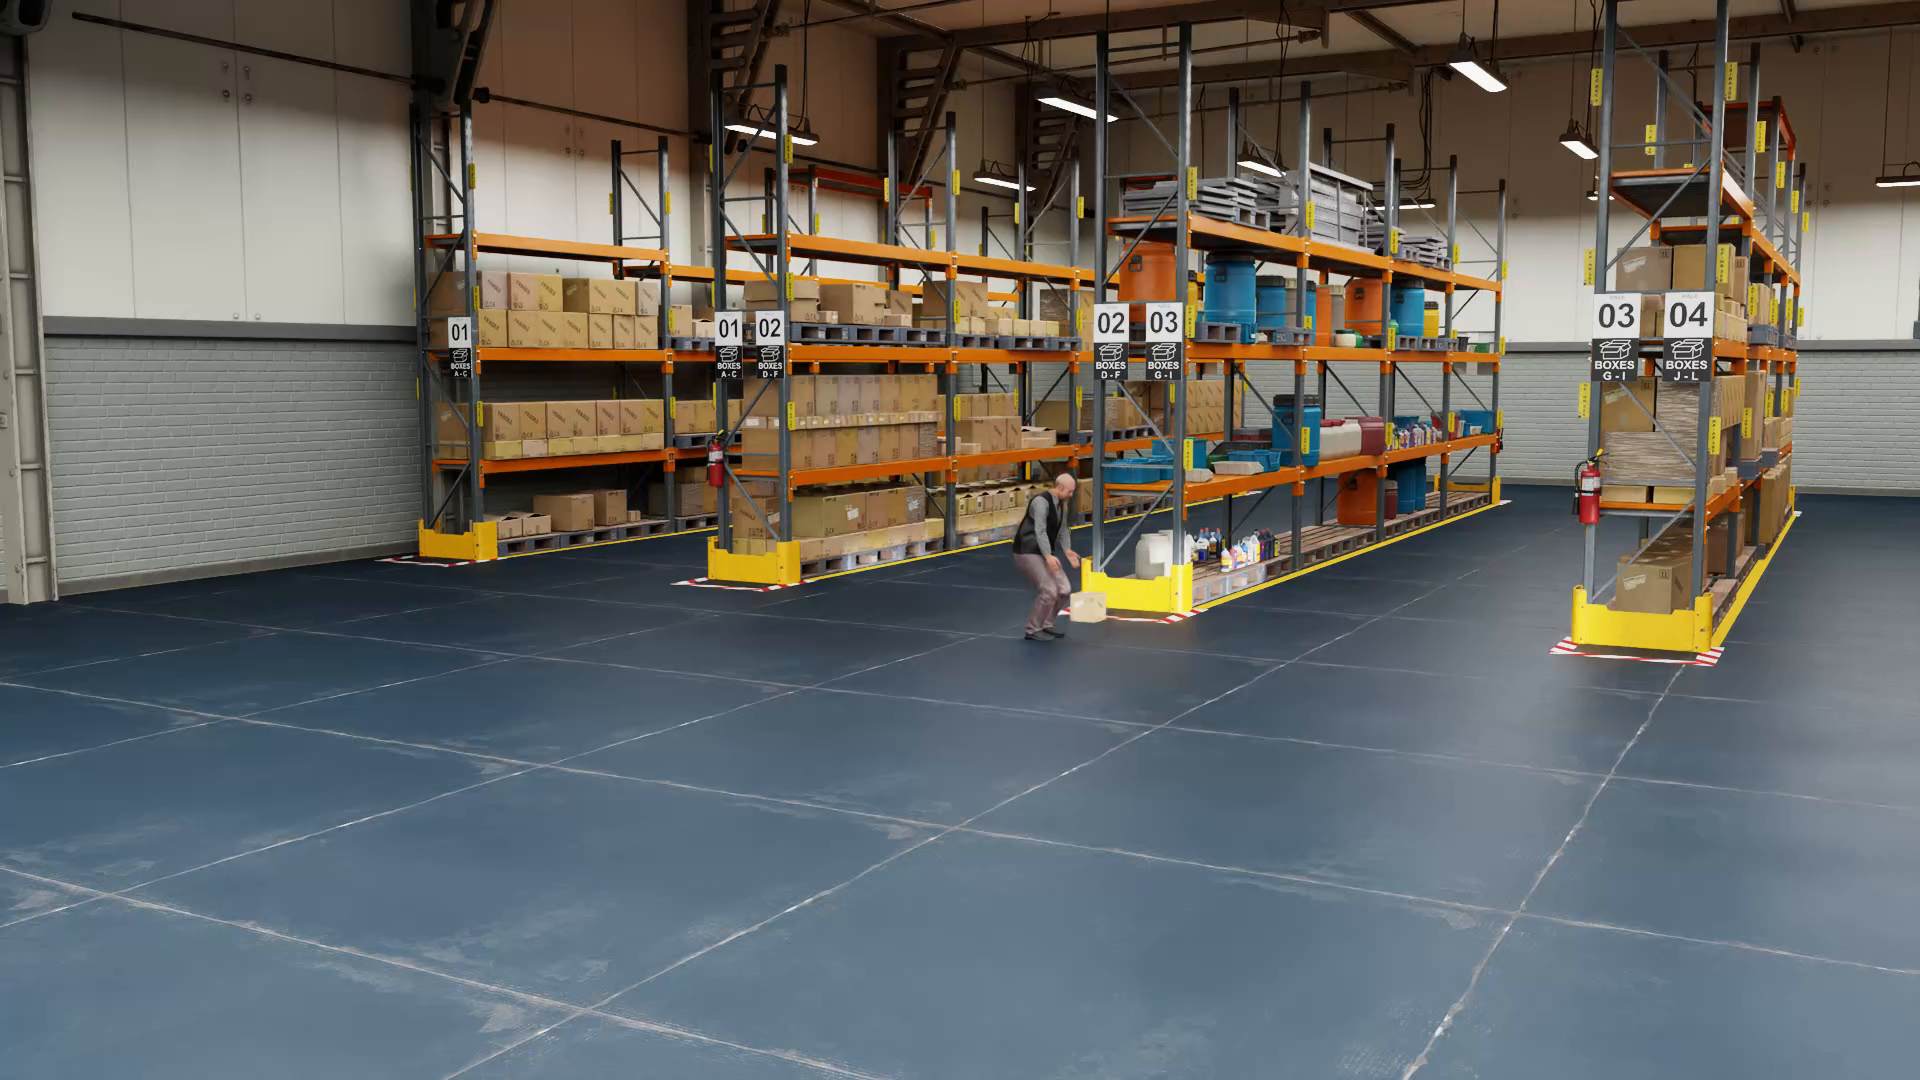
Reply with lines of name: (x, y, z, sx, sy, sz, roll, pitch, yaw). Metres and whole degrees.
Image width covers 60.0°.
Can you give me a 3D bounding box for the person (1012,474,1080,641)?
person: (0.811, 0.152, 15.639, 0.579, 1.556, 0.583, 3, 7, 29)
